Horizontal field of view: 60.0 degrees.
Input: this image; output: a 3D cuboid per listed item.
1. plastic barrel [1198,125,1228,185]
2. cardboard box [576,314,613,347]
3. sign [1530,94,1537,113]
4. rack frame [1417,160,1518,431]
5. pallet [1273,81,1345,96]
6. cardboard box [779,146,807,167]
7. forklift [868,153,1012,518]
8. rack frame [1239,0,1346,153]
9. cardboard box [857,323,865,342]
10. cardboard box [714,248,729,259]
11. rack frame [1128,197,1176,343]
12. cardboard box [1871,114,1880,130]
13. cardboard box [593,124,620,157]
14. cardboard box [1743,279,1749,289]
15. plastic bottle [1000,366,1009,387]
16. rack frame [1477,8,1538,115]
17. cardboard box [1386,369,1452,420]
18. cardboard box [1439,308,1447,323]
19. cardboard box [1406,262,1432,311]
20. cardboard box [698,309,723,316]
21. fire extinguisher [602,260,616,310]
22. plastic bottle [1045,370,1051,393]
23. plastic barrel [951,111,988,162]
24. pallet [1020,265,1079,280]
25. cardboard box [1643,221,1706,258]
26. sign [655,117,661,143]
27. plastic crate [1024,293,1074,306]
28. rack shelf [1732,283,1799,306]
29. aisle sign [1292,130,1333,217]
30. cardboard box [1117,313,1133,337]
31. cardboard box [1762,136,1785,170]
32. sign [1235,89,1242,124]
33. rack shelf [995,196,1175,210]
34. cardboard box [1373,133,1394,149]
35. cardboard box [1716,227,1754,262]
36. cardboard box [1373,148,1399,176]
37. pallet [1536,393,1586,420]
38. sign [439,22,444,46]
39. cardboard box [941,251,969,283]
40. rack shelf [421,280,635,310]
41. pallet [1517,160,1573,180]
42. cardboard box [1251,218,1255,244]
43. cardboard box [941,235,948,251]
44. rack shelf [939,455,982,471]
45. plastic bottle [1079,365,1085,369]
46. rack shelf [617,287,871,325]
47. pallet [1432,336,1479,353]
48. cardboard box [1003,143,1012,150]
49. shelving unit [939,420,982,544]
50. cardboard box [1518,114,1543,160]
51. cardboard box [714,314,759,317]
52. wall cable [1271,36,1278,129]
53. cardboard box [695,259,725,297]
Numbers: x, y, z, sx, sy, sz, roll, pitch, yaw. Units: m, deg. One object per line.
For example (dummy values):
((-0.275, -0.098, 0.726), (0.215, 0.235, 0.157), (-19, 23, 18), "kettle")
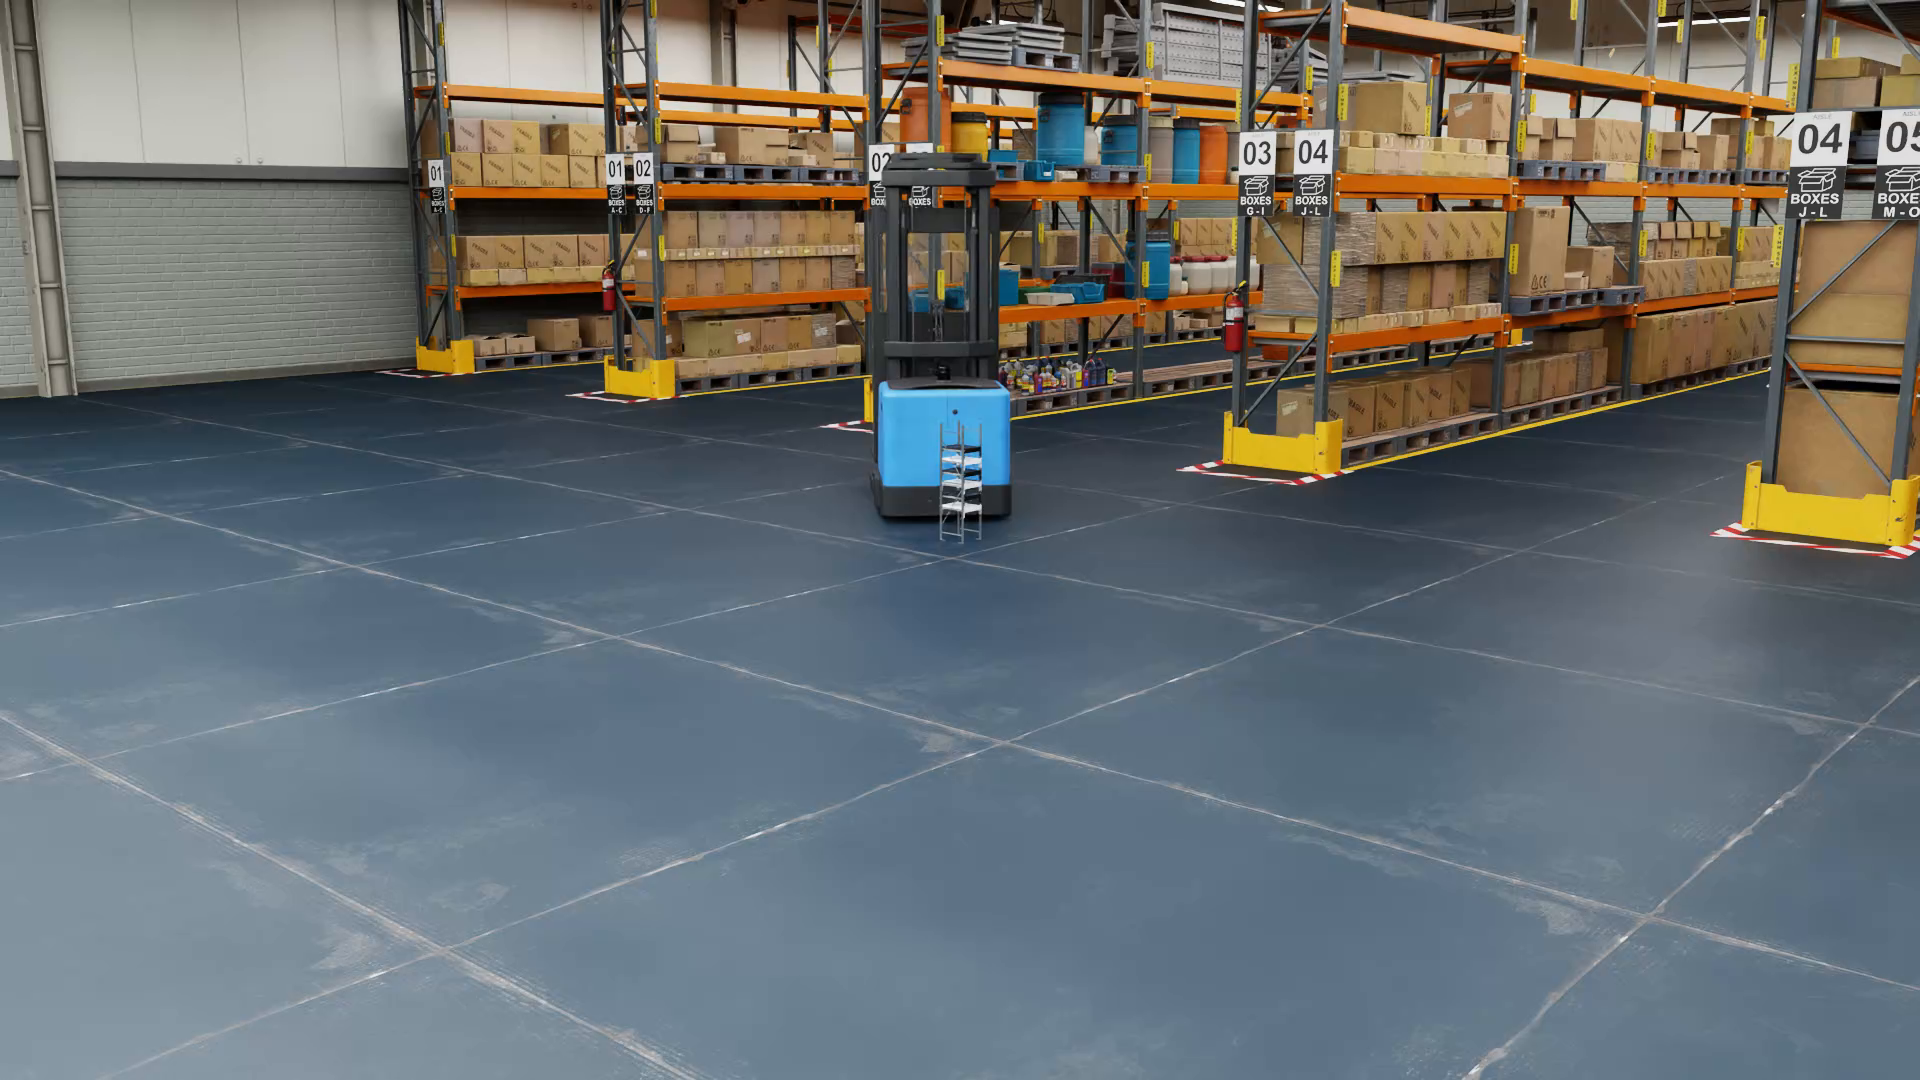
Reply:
((3.518, -5.489, 23.778), (0.600, 0.830, 0.708), (10, 15, 40), "plastic barrel")
((-6.082, -3.520, 27.938), (0.500, 0.500, 0.500), (8, 14, 36), "cardboard box")
((10.360, -7.888, 30.052), (0.100, 0.325, 0.005), (10, 15, 40), "sign")
((5.735, -2.767, 18.907), (1.000, 3.000, 0.127), (10, 15, 40), "rack frame")
((5.155, -6.751, 25.041), (1.213, 0.211, 1.003), (10, 15, 40), "pallet")
((-2.590, -5.631, 24.384), (0.500, 0.311, 0.500), (9, 14, 37), "cardboard box")
((-0.232, -1.857, 14.526), (1.130, 2.935, 3.031), (-1, 11, -5), "forklift")
((3.095, -5.120, 15.373), (1.000, 3.000, 0.127), (10, 15, 40), "rack frame")
((-1.244, -3.210, 25.639), (0.500, 0.311, 0.500), (10, 15, 41), "cardboard box")
((-3.417, -3.970, 23.016), (0.380, 0.149, 0.250), (9, 15, 39), "cardboard box")
((3.577, -5.225, 31.215), (1.000, 3.000, 0.127), (10, 15, 40), "rack frame")
((7.055, -3.293, 13.194), (0.380, 0.149, 0.250), (10, 15, 41), "cardboard box")
((-5.910, -6.517, 27.165), (0.500, 0.500, 0.500), (11, 16, 43), "cardboard box")
((11.635, -3.860, 25.021), (0.380, 0.149, 0.250), (9, 14, 38), "cardboard box")
((0.536, -2.080, 21.297), (0.152, 0.276, 0.135), (9, 15, 39), "plastic bottle")
((9.936, -8.115, 30.365), (1.000, 3.000, 0.127), (10, 15, 40), "rack frame")
((5.069, -1.608, 18.415), (0.500, 0.500, 0.500), (-7, 13, -30), "cardboard box")
((4.952, -2.397, 17.694), (0.380, 0.149, 0.250), (10, 15, 40), "cardboard box")
((4.420, -2.680, 17.456), (0.875, 0.500, 0.500), (10, 15, 40), "cardboard box")
((-4.650, -3.871, 29.694), (0.700, 0.500, 0.500), (9, 15, 39), "cardboard box")
((-4.771, -3.465, 22.597), (0.296, 0.674, 0.183), (10, 15, 40), "fire extinguisher")
((1.098, -1.988, 20.851), (0.097, 0.271, 0.097), (0, 11, 0), "plastic bottle")
((0.031, -4.772, 19.735), (0.600, 0.588, 0.600), (0, 11, 0), "plastic barrel")
((1.332, -4.652, 28.832), (1.213, 0.211, 1.003), (10, 15, 40), "pallet")
((10.139, -4.291, 23.718), (0.797, 0.503, 0.637), (10, 15, 41), "cardboard box")
((-3.931, -5.326, 21.625), (0.100, 0.325, 0.005), (10, 15, 40), "sign")
((1.133, -3.007, 20.779), (0.530, 0.136, 0.437), (10, 15, 40), "plastic crate")
((12.336, -3.886, 26.344), (1.077, 0.370, 4.000), (10, 15, 40), "rack shelf")
((3.279, -3.406, 15.466), (0.394, 0.787, 0.004), (10, 15, 40), "aisle sign")
((2.803, -3.960, 30.140), (0.500, 0.500, 0.500), (10, 15, 41), "cardboard box")
((12.298, -5.979, 25.747), (0.700, 0.500, 0.500), (11, 15, 43), "cardboard box")
((2.691, -4.158, 15.954), (0.100, 0.325, 0.005), (10, 15, 40), "sign")
((2.257, -6.049, 29.519), (1.077, 0.370, 4.000), (10, 15, 40), "rack shelf")
((4.002, -3.892, 16.244), (0.380, 0.149, 0.250), (11, 15, 43), "cardboard box")
((11.524, -4.422, 24.899), (0.500, 0.500, 0.500), (10, 15, 40), "cardboard box")
((3.943, -3.690, 16.253), (0.500, 0.250, 0.500), (9, 15, 39), "cardboard box")
((7.053, -1.695, 20.657), (1.003, 0.211, 1.213), (10, 15, 40), "pallet")
((-7.660, -7.468, 24.542), (0.100, 0.325, 0.005), (10, 15, 40), "sign")
((-0.158, -4.437, 27.012), (0.500, 0.500, 0.500), (9, 14, 37), "cardboard box")
((-6.747, -4.041, 27.123), (1.077, 0.370, 4.000), (10, 15, 40), "rack shelf")
((6.223, -4.223, 19.017), (1.213, 0.211, 1.003), (10, 15, 40), "pallet")
((5.459, -6.101, 32.791), (0.500, 0.500, 0.500), (10, 15, 42), "cardboard box")
((-0.591, -5.893, 33.493), (0.500, 0.500, 0.500), (10, 15, 41), "cardboard box")
((0.005, -0.586, 12.600), (0.258, 0.077, 0.200), (10, 15, 40), "rack shelf")
((1.552, -2.143, 21.612), (0.152, 0.276, 0.135), (10, 15, 40), "plastic bottle")
((-3.024, -3.401, 23.920), (1.077, 0.370, 4.000), (10, 15, 40), "rack shelf")
((8.557, -3.511, 29.749), (1.003, 0.211, 1.213), (10, 15, 40), "pallet")
((0.870, -8.031, 34.742), (0.500, 0.500, 0.500), (9, 15, 39), "cardboard box")
((0.005, -0.442, 12.629), (0.258, 0.900, 0.210), (10, 15, 40), "shelving unit")
((6.120, -4.551, 18.844), (0.797, 0.503, 0.637), (9, 14, 38), "cardboard box")
((-3.233, -3.025, 24.232), (0.500, 0.500, 0.500), (10, 15, 40), "cardboard box")
((8.528, -10.786, 38.771), (3.097, 2.526, 0.112), (10, 15, 40), "wall cable")
((-3.683, -3.654, 23.092), (0.700, 0.500, 0.500), (10, 15, 42), "cardboard box")
